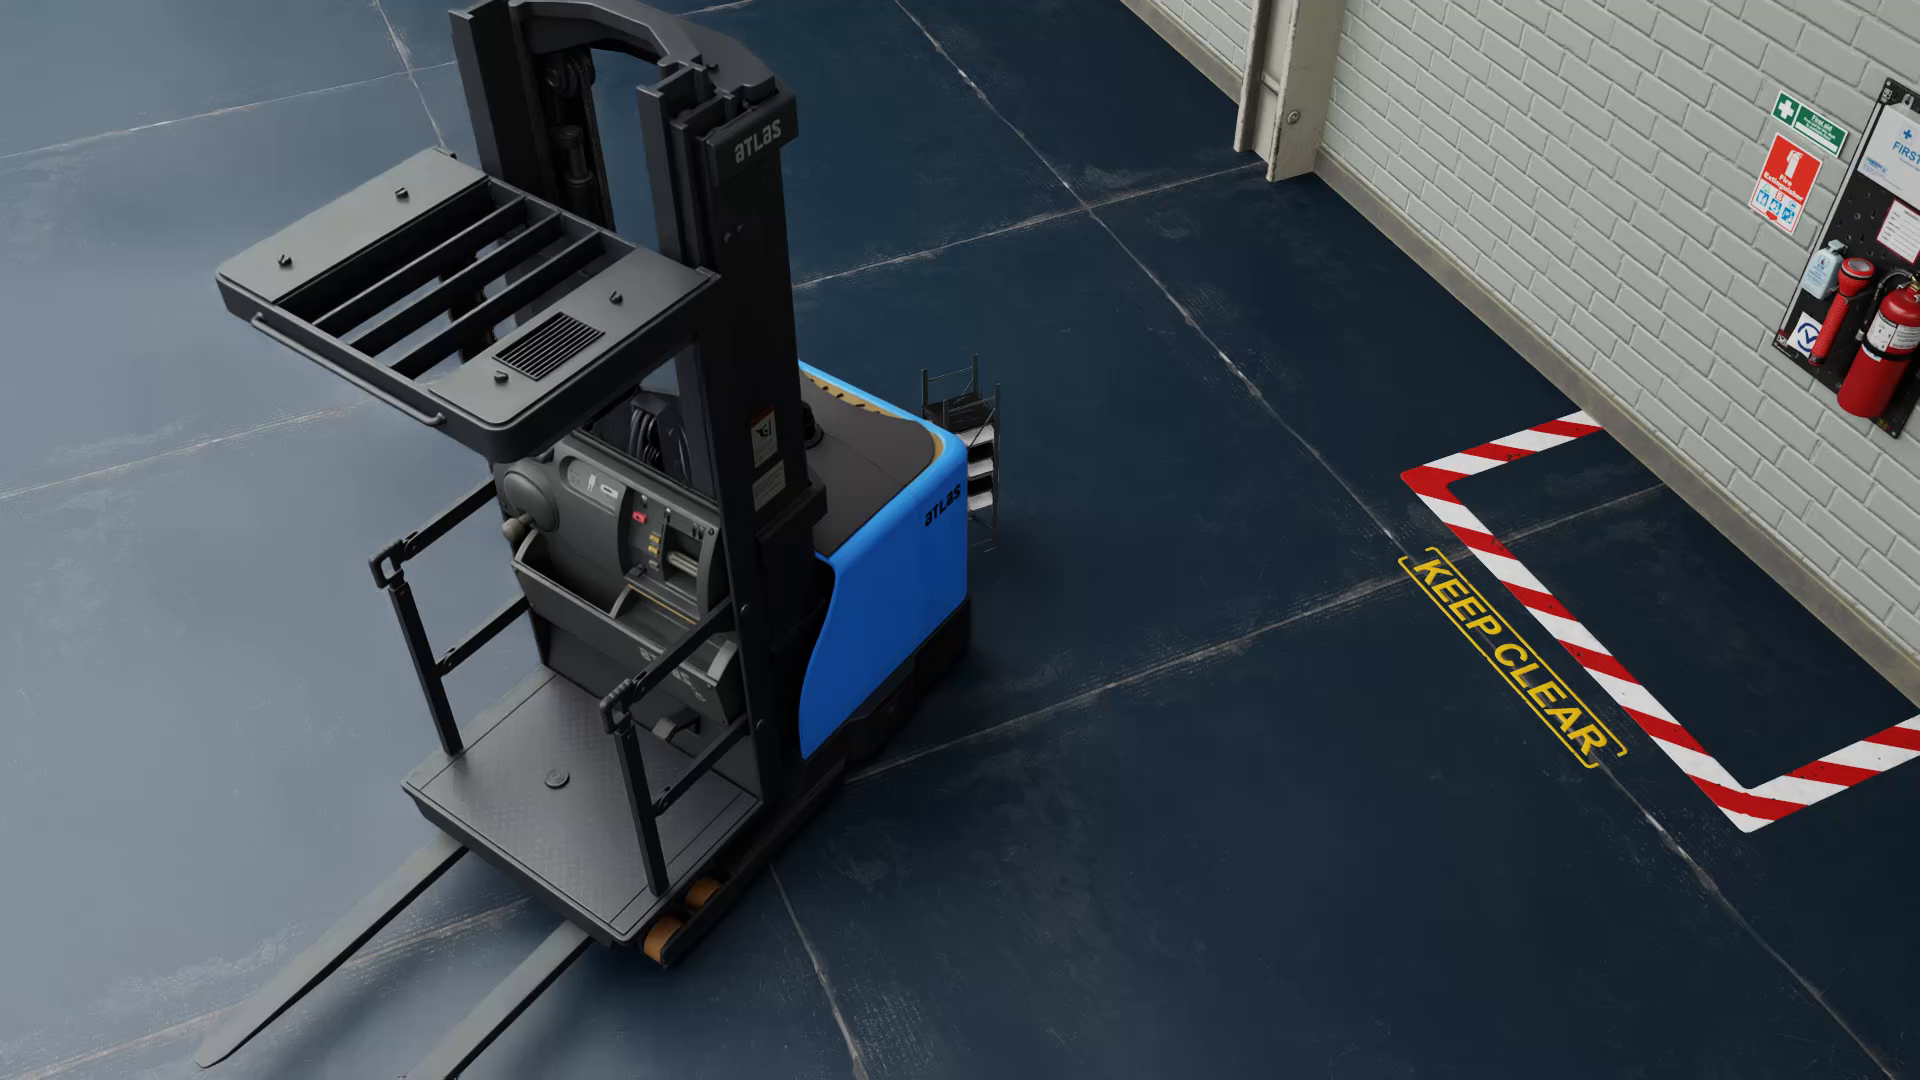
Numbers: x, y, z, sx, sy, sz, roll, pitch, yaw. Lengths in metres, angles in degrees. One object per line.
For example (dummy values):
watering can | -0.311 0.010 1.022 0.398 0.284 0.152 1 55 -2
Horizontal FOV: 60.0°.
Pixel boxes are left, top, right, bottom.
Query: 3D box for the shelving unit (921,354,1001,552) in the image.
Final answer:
shelving unit | 0.003 -0.315 6.798 0.258 0.900 0.210 -18 47 -17

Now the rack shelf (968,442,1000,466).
rack shelf | 0.003 -0.355 6.758 0.258 0.077 0.200 -18 47 -17

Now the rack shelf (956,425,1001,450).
rack shelf | 0.003 -0.420 6.695 0.258 0.077 0.200 -18 47 -17

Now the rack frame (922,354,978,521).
rack frame | -0.039 -0.380 6.863 0.240 0.900 0.006 -18 47 -17

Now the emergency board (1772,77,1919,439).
emergency board | 3.278 -0.960 5.956 0.194 1.169 0.643 -18 47 -17

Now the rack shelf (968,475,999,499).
rack shelf | 0.003 -0.227 6.884 0.258 0.077 0.200 -18 47 -17

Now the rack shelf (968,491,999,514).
rack shelf | 0.003 -0.163 6.947 0.258 0.077 0.200 -18 47 -17

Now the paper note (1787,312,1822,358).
paper note | 3.266 -0.779 6.400 0.016 0.148 0.142 -18 47 -17

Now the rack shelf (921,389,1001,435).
rack shelf | 0.003 -0.484 6.631 0.258 0.077 0.200 -18 47 -17

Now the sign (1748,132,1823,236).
sign | 3.139 -1.355 6.331 0.001 0.329 0.234 -18 47 -17

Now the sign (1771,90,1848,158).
sign | 3.132 -1.538 6.139 0.001 0.109 0.331 -18 47 -17

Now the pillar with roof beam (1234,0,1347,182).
pillar with roof beam | -2.147 -4.061 4.828 9.100 9.000 0.400 -18 47 -17

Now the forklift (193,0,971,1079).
forklift | -1.228 0.004 5.028 1.130 2.935 3.031 27 51 25

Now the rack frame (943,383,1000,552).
rack frame | 0.046 -0.250 6.732 0.240 0.900 0.006 -18 47 -17

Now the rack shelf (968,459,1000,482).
rack shelf | 0.003 -0.291 6.821 0.258 0.077 0.200 -18 47 -17
